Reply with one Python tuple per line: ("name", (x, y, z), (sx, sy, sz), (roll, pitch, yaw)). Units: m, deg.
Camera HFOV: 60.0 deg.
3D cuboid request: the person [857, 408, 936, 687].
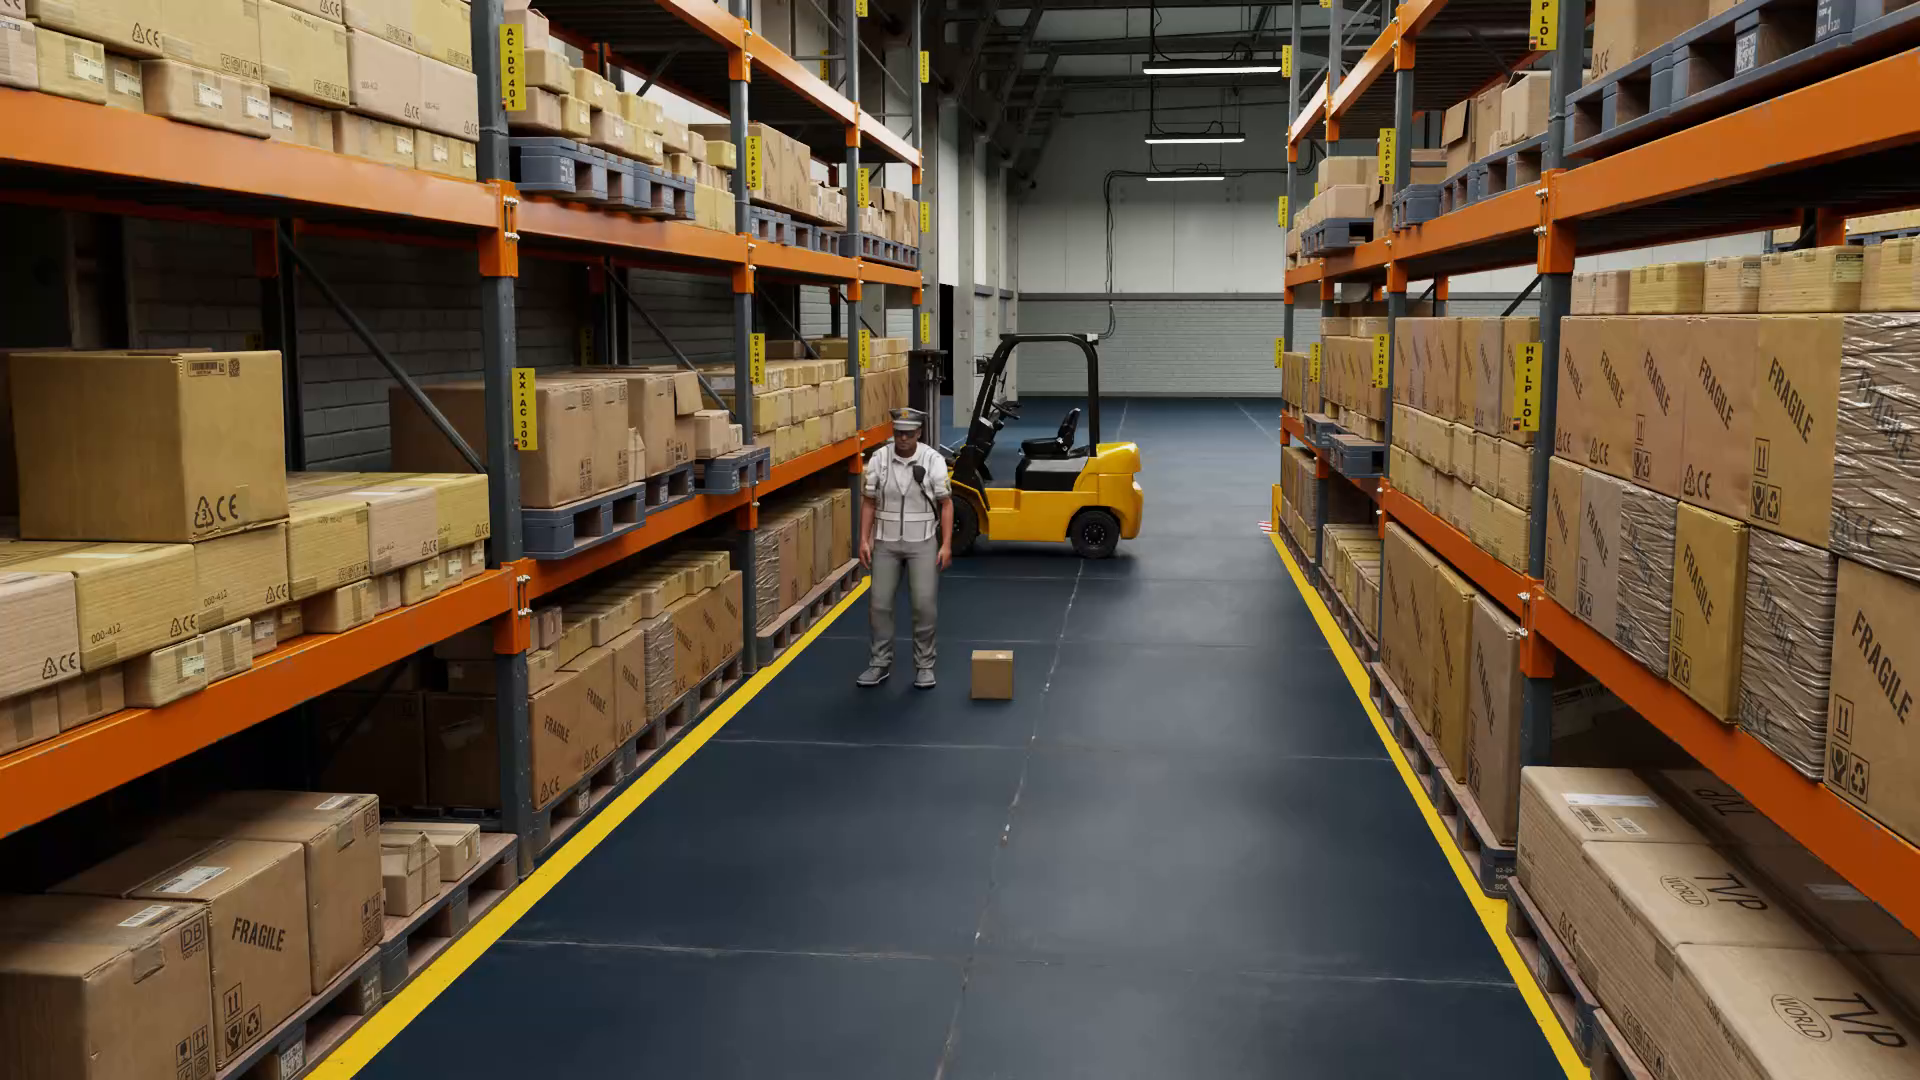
("person", (-0.393, 0.042, 10.446), (0.500, 1.748, 0.331), (1, 8, 9))
